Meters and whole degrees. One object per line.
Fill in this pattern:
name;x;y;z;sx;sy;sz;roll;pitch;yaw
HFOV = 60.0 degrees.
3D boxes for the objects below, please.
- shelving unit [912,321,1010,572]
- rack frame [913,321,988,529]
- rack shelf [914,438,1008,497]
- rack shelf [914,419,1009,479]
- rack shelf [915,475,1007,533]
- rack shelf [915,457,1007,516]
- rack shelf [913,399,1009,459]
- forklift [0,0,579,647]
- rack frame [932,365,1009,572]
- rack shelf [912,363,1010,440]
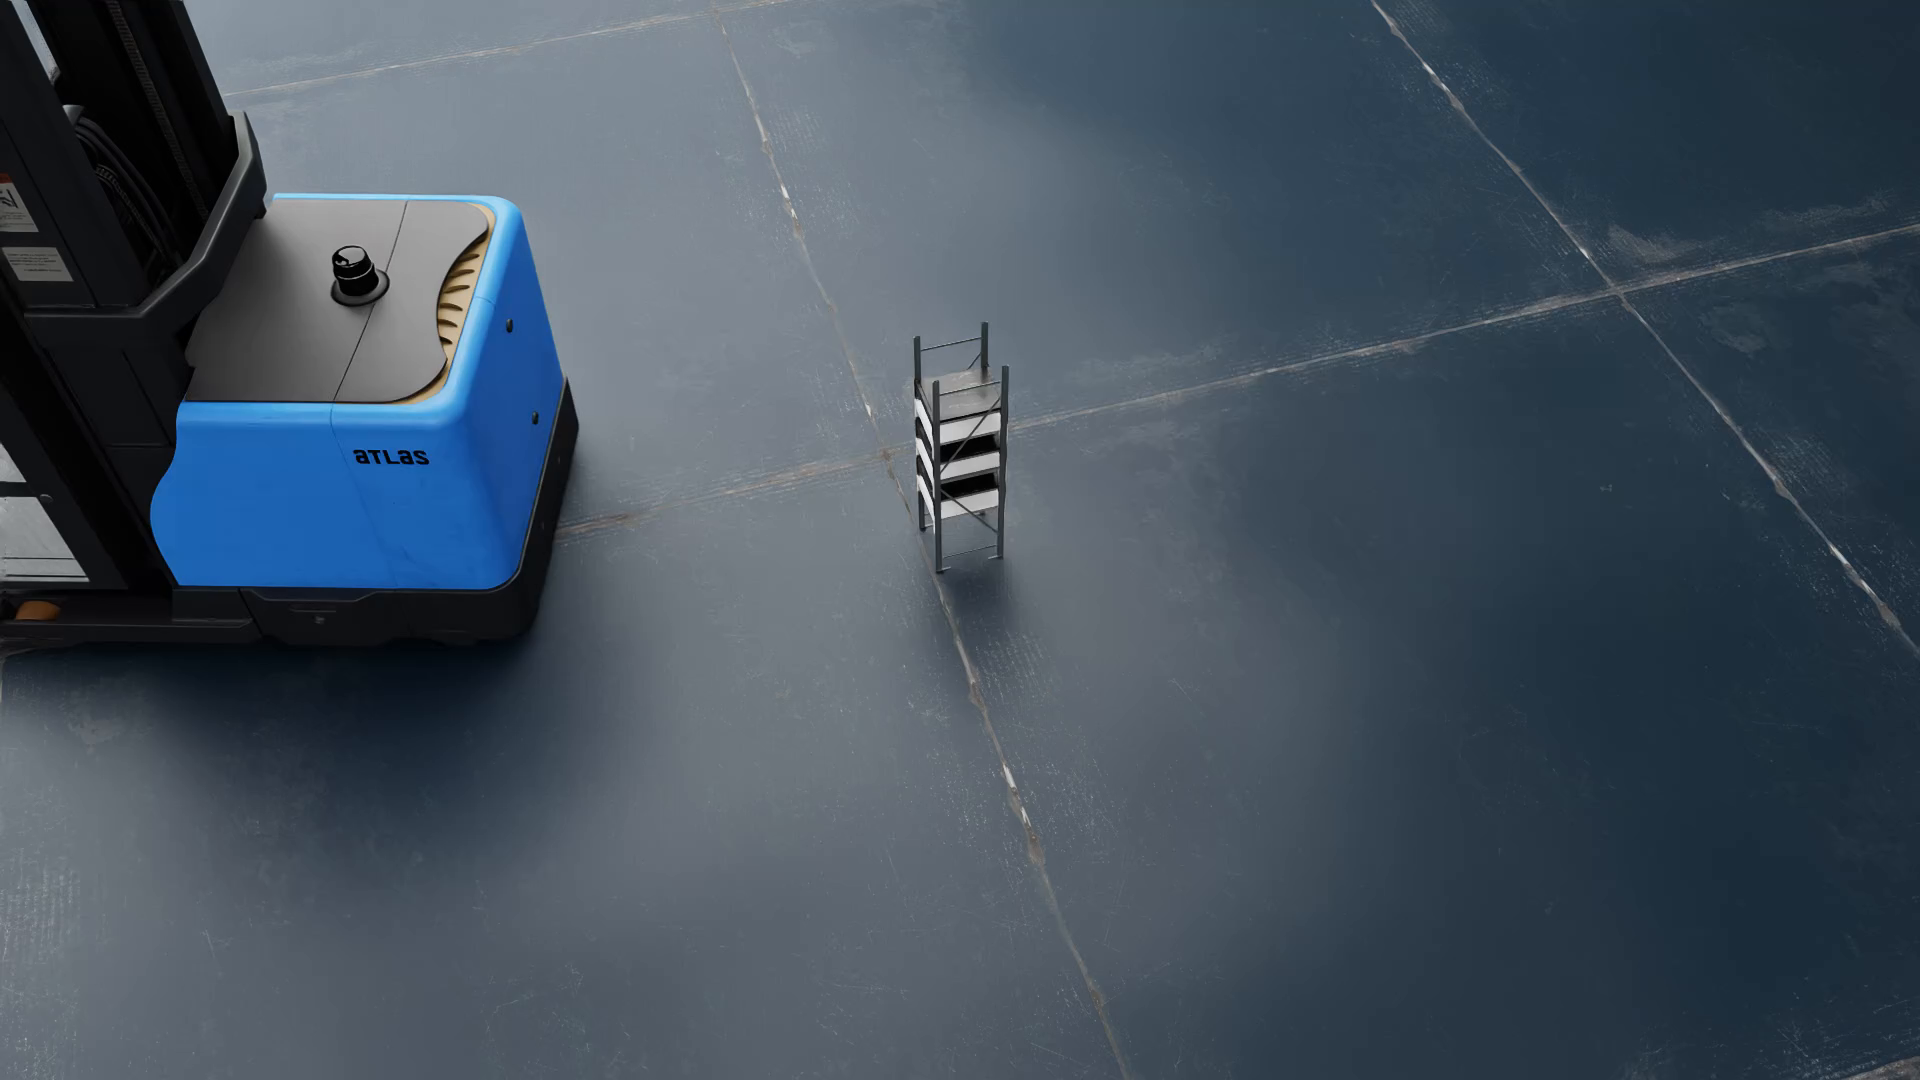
shelving unit;0.002;-0.284;5.401;0.258;0.900;0.210;-13;51;-11
rack frame;-0.028;-0.358;5.464;0.240;0.900;0.006;-13;51;-11
rack shelf;0.002;-0.263;5.426;0.258;0.077;0.200;-13;51;-11
rack shelf;0.002;-0.321;5.358;0.258;0.077;0.200;-13;51;-11
rack shelf;0.002;-0.147;5.564;0.258;0.077;0.200;-13;51;-11
rack shelf;0.002;-0.205;5.495;0.258;0.077;0.200;-13;51;-11
rack shelf;0.002;-0.379;5.289;0.258;0.077;0.200;-13;51;-11
forklift;-2.896;-0.999;4.675;3.031;2.935;1.130;1;50;1
rack frame;0.032;-0.210;5.338;0.240;0.900;0.006;-13;51;-11
rack shelf;0.002;-0.437;5.220;0.258;0.077;0.200;-13;51;-11
